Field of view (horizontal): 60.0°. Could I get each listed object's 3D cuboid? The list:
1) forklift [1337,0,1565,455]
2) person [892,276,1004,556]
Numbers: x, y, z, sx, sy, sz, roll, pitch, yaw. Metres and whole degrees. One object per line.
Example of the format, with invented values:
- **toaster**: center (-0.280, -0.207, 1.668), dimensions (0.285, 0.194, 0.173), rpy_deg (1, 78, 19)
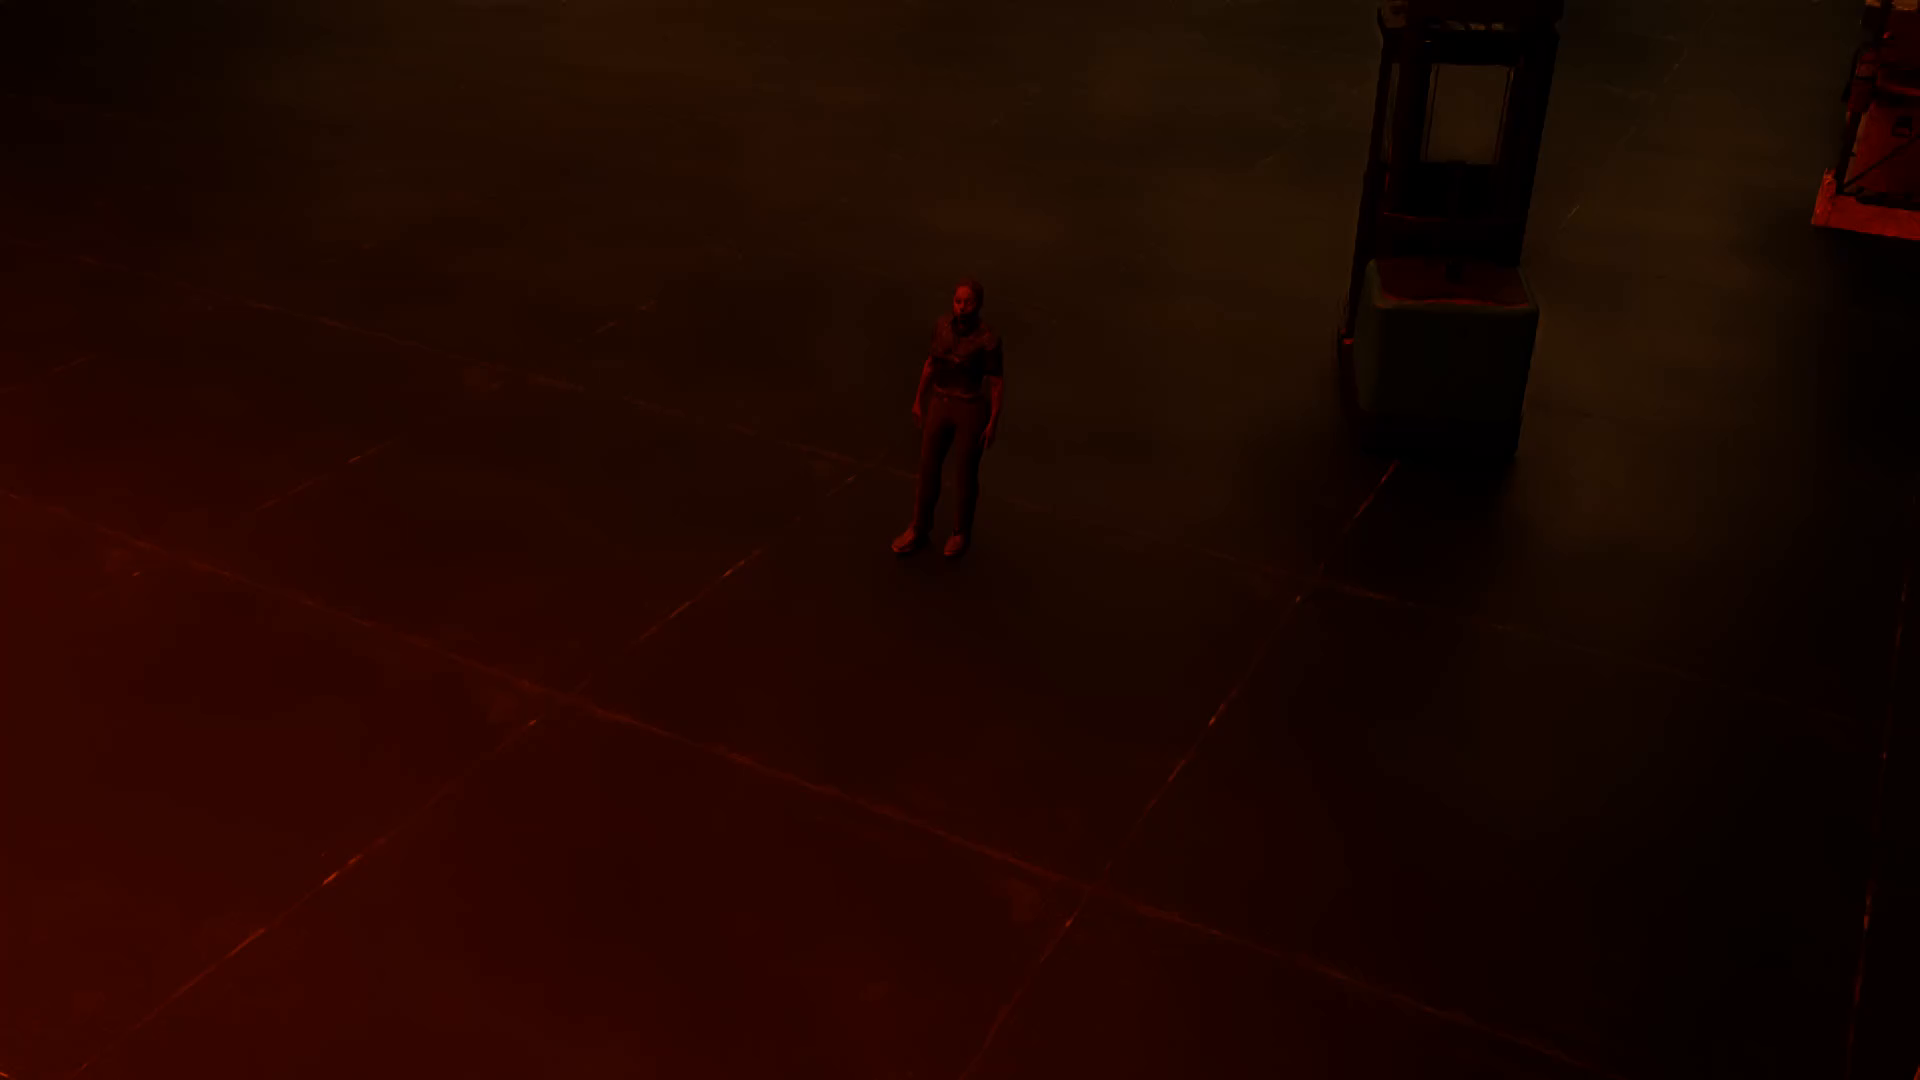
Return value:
- **forklift**: center (3.343, -2.538, 11.468), dimensions (1.130, 2.935, 3.031), rpy_deg (4, 30, 8)
- **person**: center (-0.059, -0.689, 9.527), dimensions (0.570, 1.654, 0.503), rpy_deg (15, 33, 25)
